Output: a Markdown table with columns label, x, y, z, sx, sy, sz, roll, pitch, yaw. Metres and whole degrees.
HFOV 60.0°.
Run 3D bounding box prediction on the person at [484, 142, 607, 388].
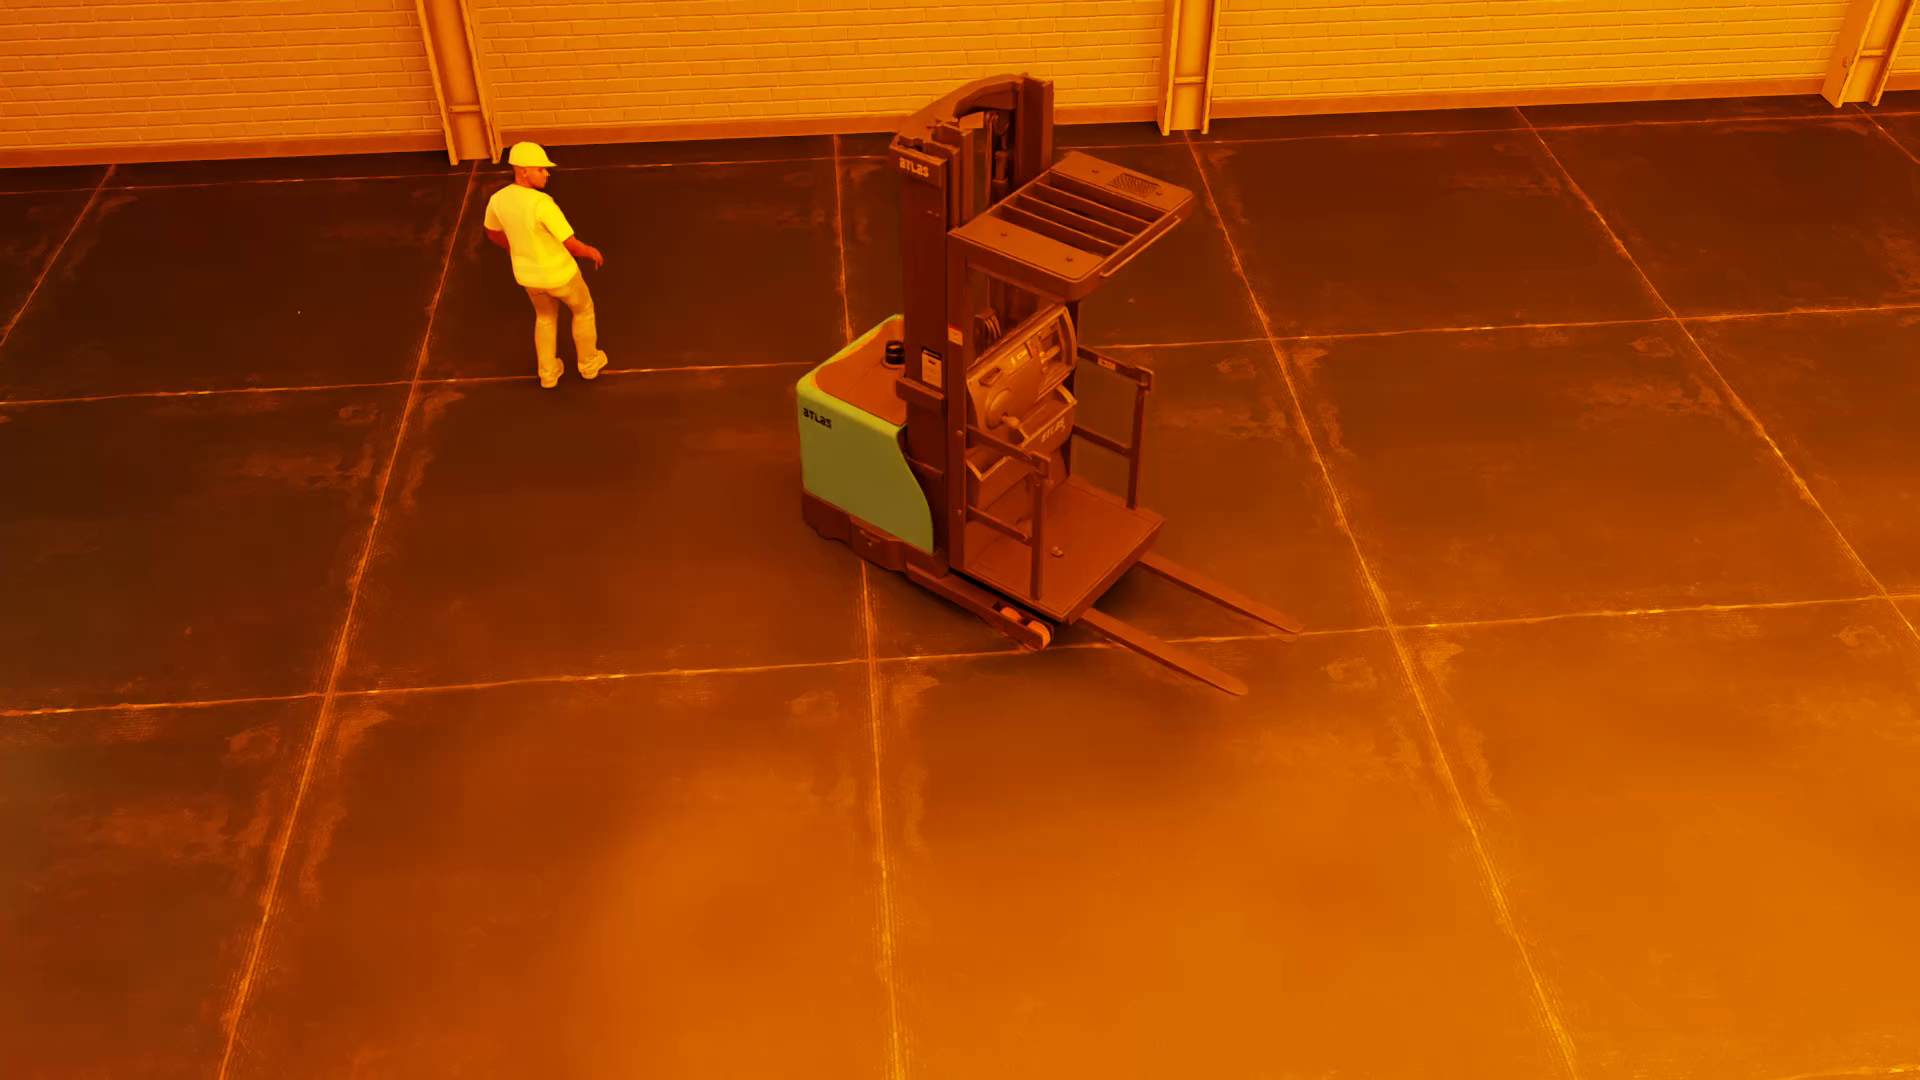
| label | x | y | z | sx | sy | sz | roll | pitch | yaw |
| --- | --- | --- | --- | --- | --- | --- | --- | --- | --- |
| person | -2.729 | -1.821 | 11.005 | 0.783 | 1.723 | 0.513 | 14 | 42 | 15 |

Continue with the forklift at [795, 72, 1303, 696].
| label | x | y | z | sx | sy | sz | roll | pitch | yaw |
| --- | --- | --- | --- | --- | --- | --- | --- | --- | --- |
| forklift | 0.508 | -0.879 | 8.965 | 3.031 | 2.935 | 1.130 | 26 | 47 | 27 |
